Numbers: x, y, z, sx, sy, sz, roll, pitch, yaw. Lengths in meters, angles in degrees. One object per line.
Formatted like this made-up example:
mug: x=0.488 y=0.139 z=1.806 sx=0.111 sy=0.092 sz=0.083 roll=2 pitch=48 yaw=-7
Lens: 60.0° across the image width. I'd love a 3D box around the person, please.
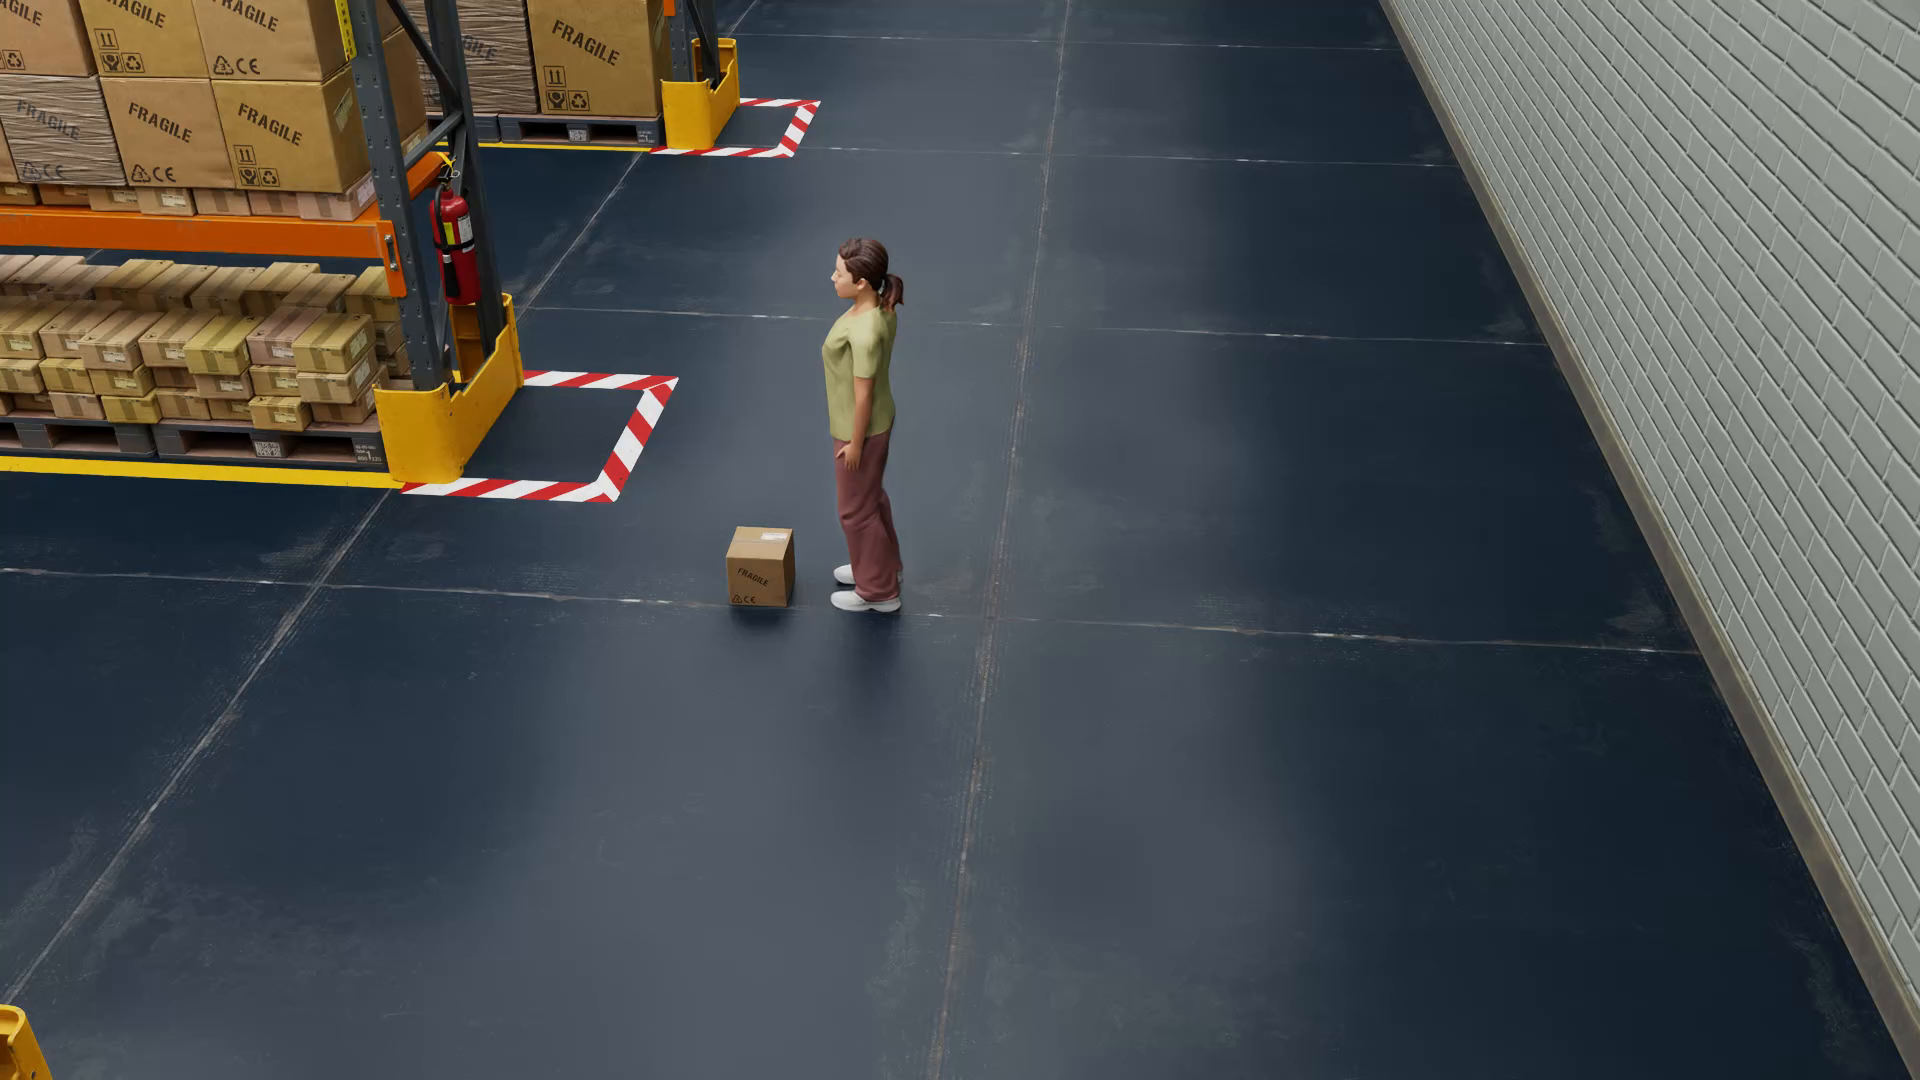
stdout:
person: x=-0.392 y=-0.459 z=6.881 sx=0.365 sy=1.671 sz=0.439 roll=3 pitch=32 yaw=5
